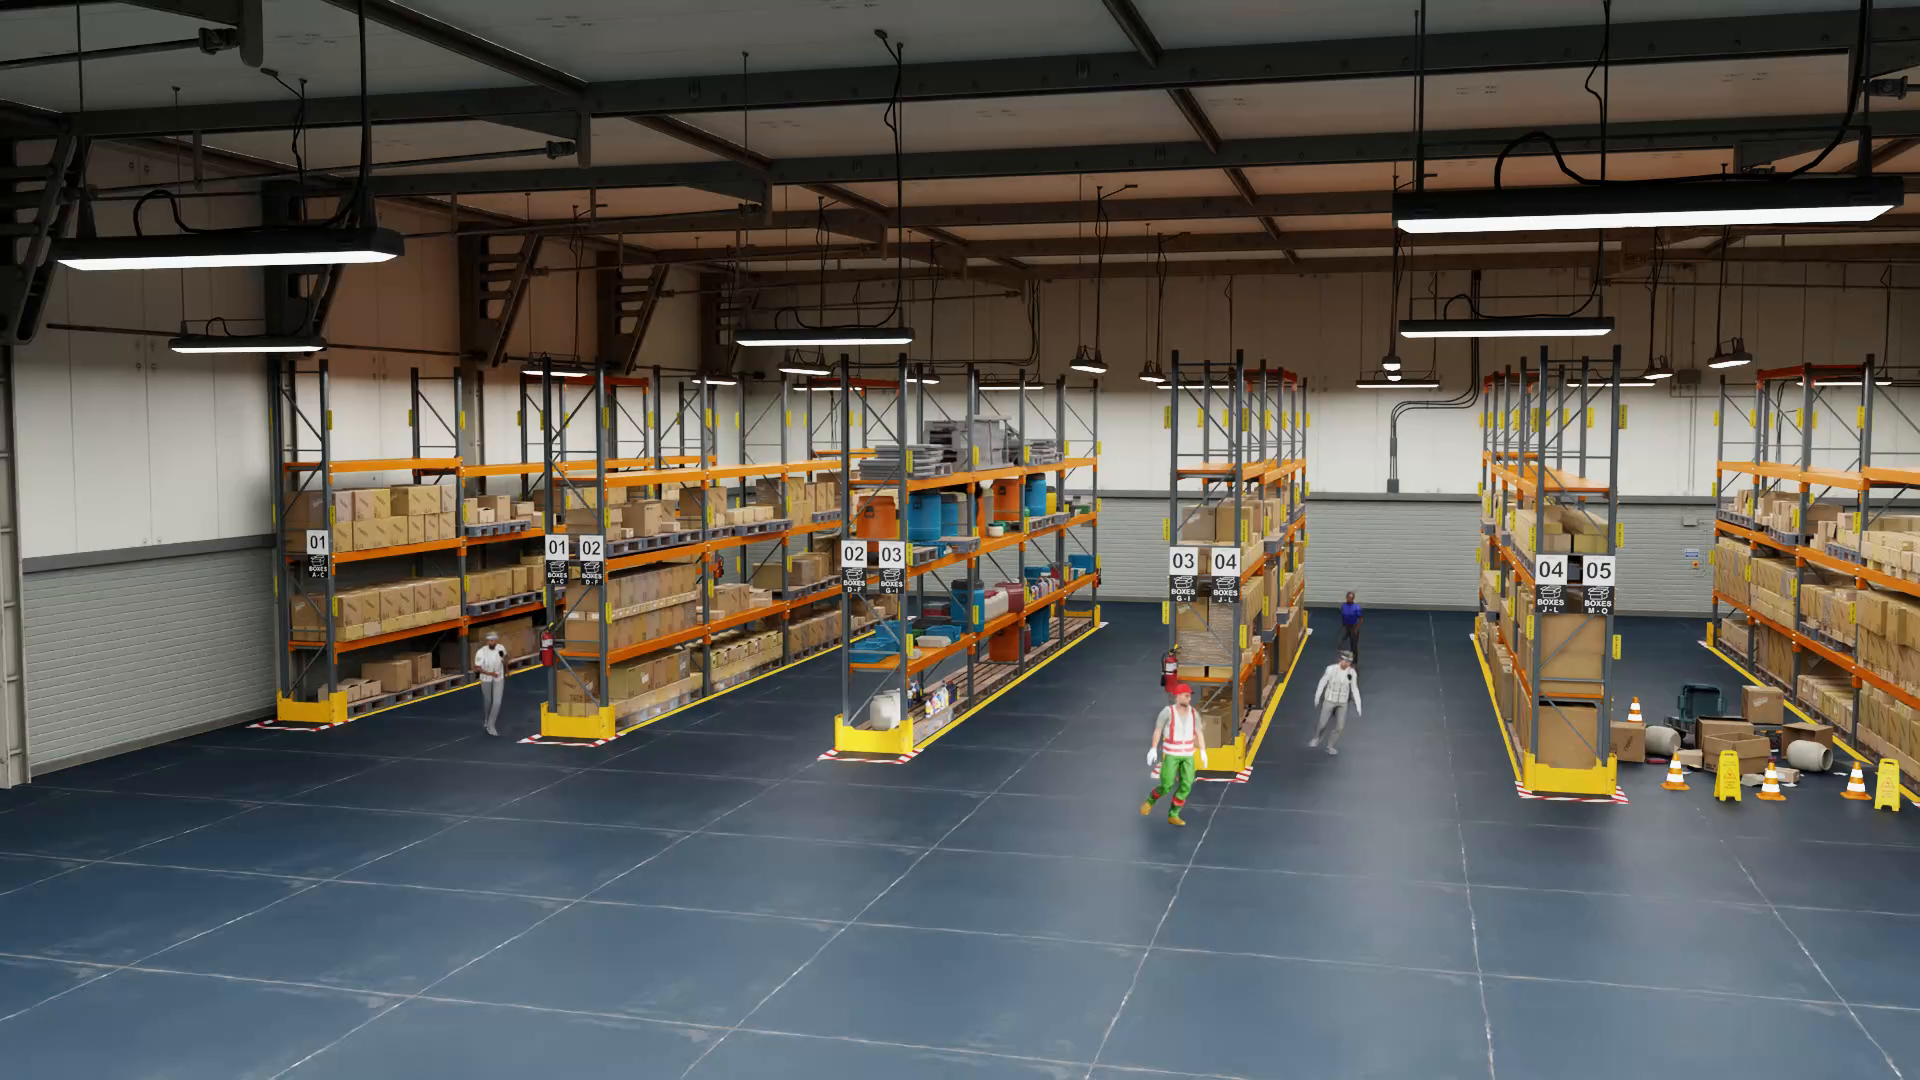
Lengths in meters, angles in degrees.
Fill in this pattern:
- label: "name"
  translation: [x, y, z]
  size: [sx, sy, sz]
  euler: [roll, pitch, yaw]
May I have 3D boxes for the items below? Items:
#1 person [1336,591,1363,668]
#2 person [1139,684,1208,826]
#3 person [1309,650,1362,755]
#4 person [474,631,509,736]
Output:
- label: "person"
  translation: [7.835, 1.798, 33.275]
  size: [0.558, 1.593, 0.747]
  euler: [3, 5, 34]
- label: "person"
  translation: [2.633, 2.647, 20.579]
  size: [0.764, 1.740, 0.584]
  euler: [-1, 4, -16]
- label: "person"
  translation: [5.604, 2.415, 24.828]
  size: [0.714, 1.589, 0.620]
  euler: [0, 4, 1]
- label: "person"
  translation: [-7.519, 2.274, 26.705]
  size: [0.556, 1.679, 0.763]
  euler: [-2, 4, -20]
